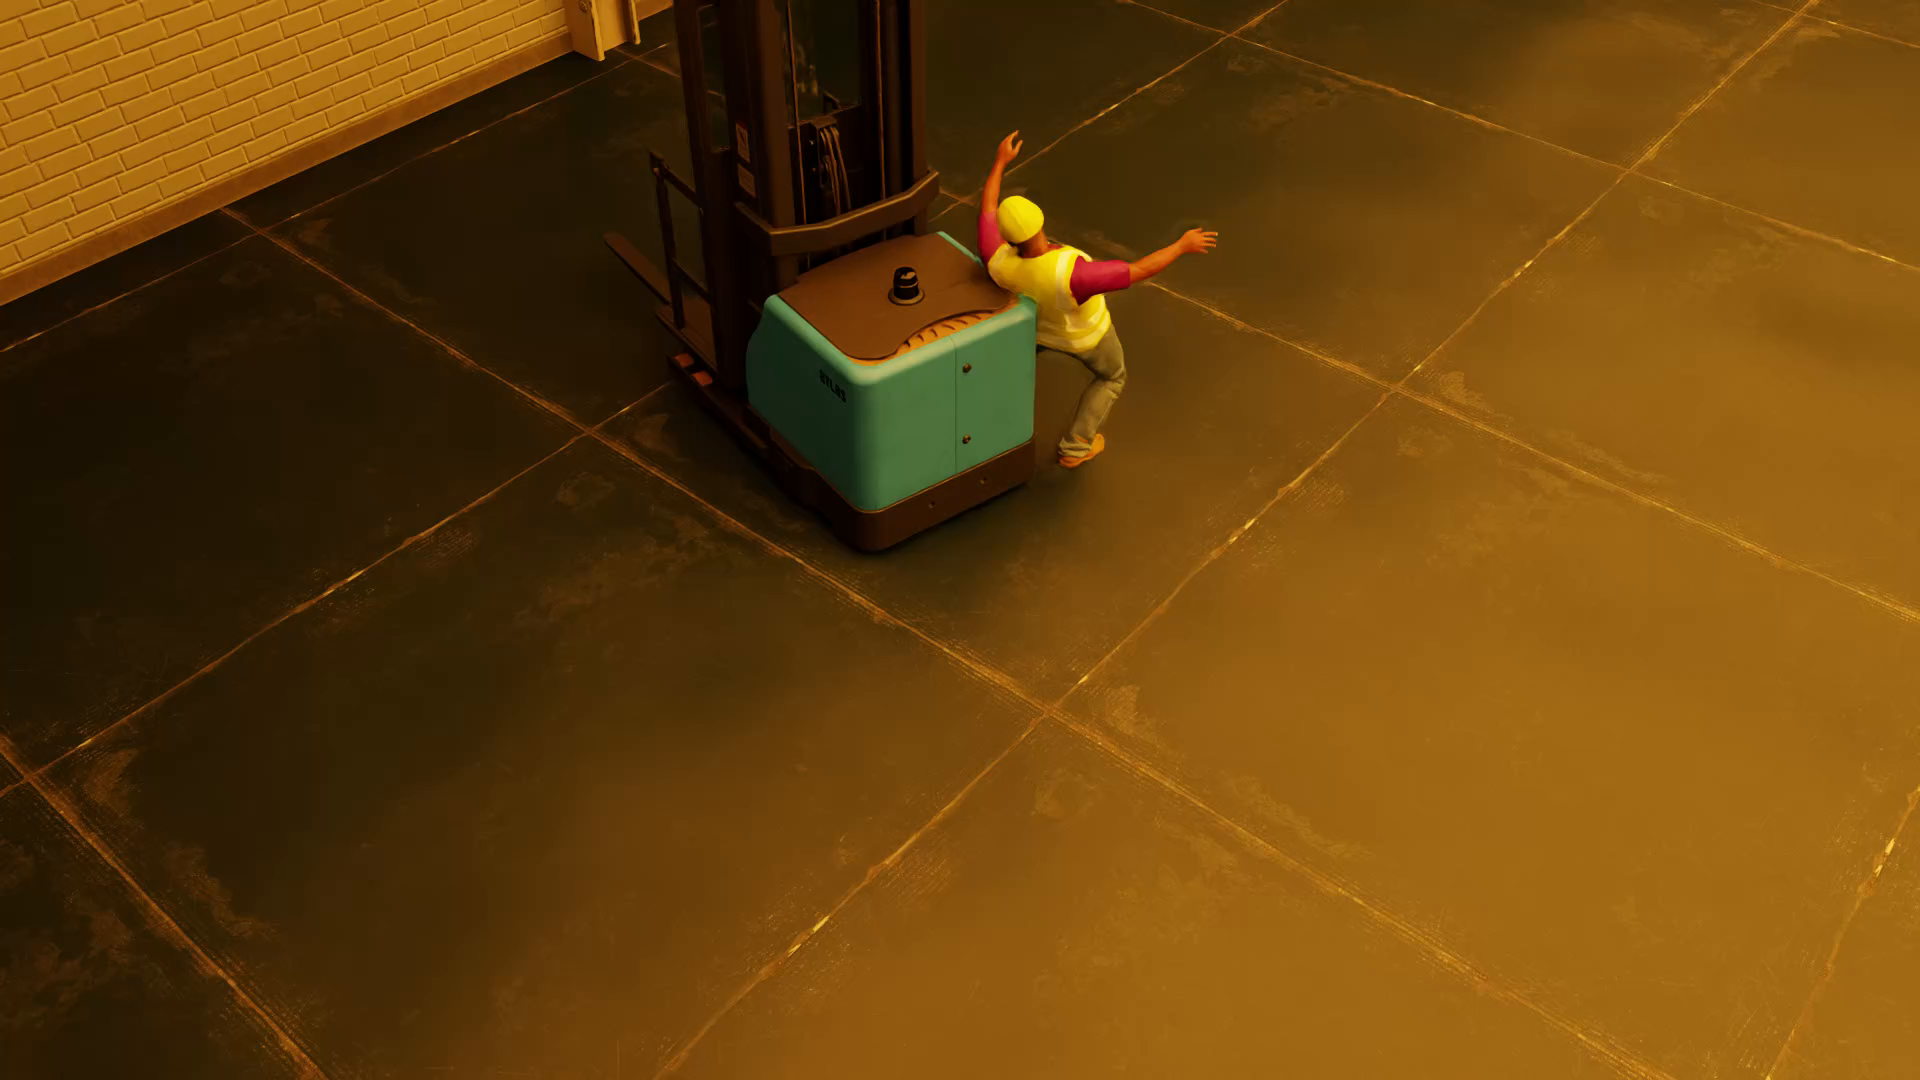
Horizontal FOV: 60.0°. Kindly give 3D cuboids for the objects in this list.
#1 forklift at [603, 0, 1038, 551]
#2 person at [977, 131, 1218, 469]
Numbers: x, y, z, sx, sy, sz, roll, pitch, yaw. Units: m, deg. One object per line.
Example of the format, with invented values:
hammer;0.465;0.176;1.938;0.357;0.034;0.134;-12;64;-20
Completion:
forklift;-0.898;-1.982;7.961;1.130;2.935;3.031;-26;48;-26
person;0.533;-1.000;7.939;1.120;1.582;0.734;21;46;22
